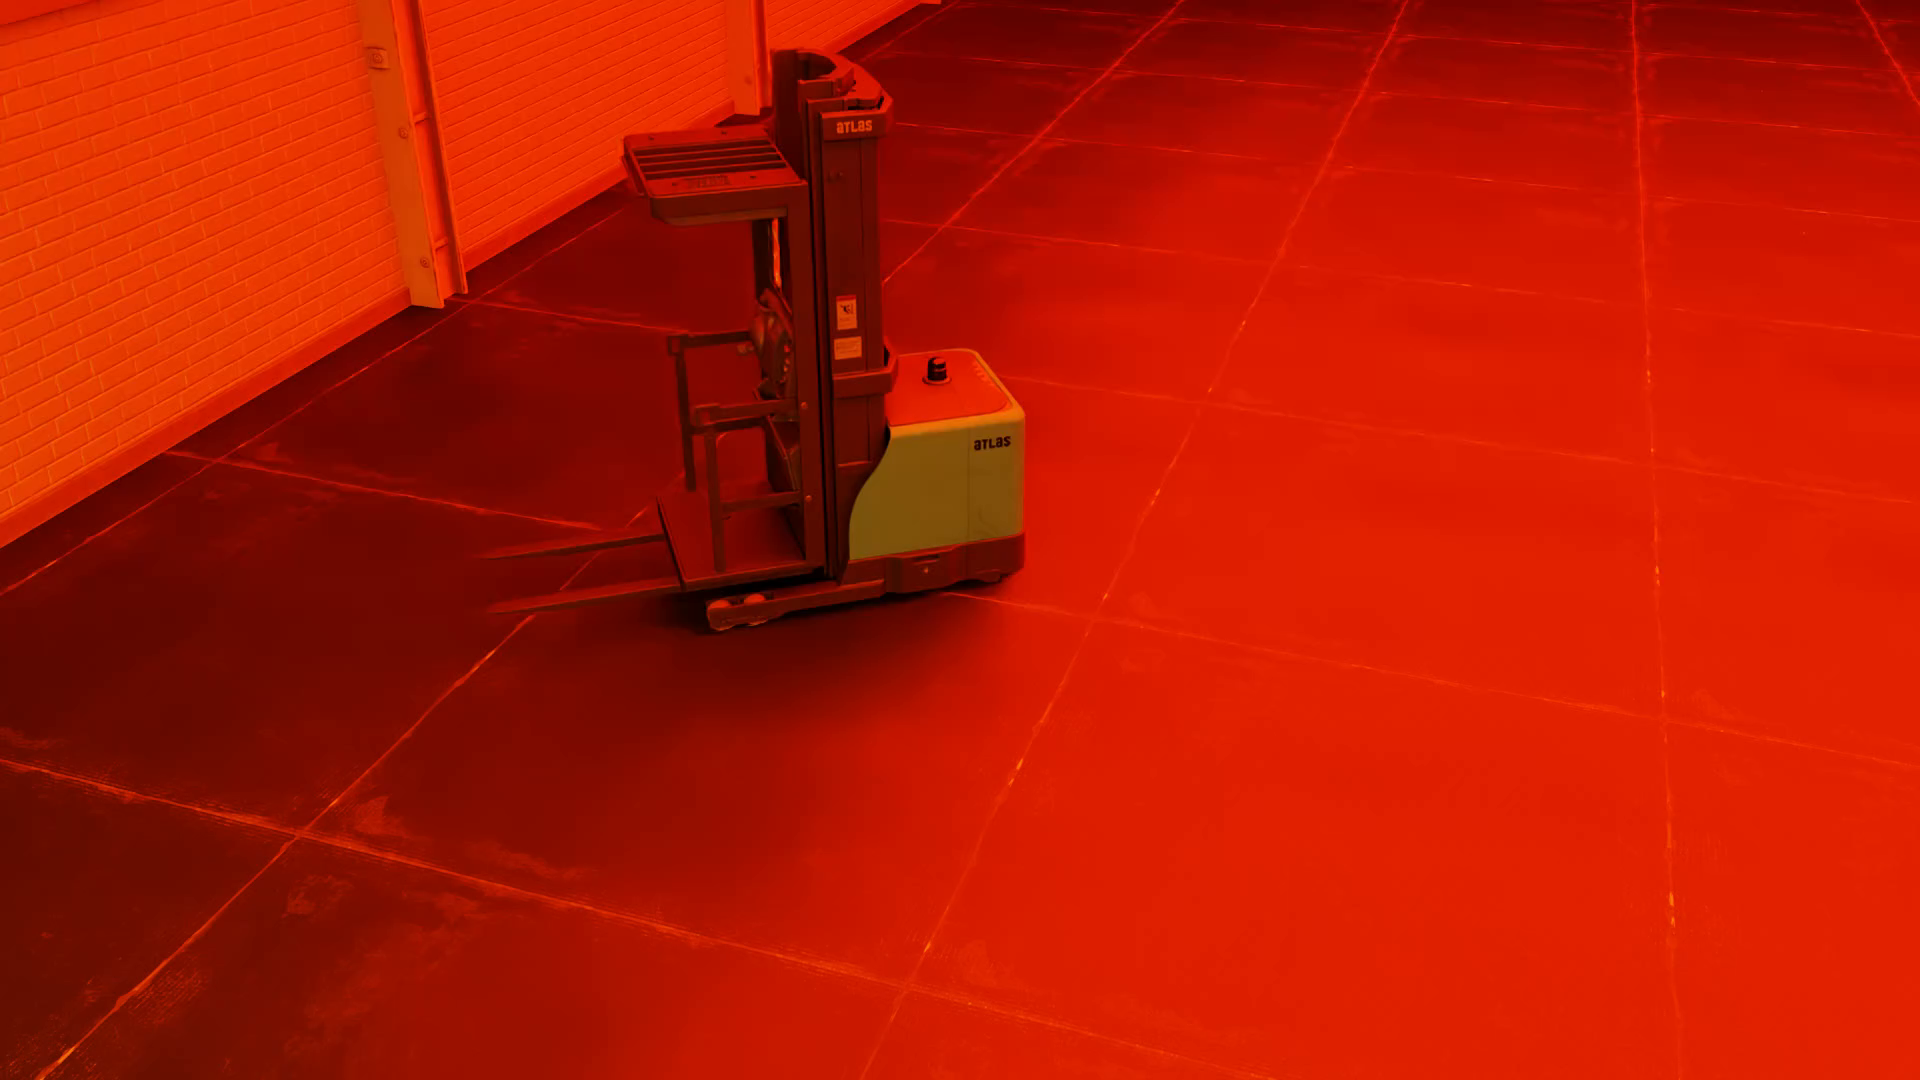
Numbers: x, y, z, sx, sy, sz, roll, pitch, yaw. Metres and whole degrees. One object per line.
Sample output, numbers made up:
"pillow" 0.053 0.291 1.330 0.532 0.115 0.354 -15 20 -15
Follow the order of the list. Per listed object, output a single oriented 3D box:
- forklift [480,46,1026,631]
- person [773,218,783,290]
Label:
"forklift" -1.197 -1.064 9.003 3.031 2.935 1.130 -9 31 -15
"person" -1.218 -1.797 11.636 0.620 1.613 0.593 -26 39 -37
